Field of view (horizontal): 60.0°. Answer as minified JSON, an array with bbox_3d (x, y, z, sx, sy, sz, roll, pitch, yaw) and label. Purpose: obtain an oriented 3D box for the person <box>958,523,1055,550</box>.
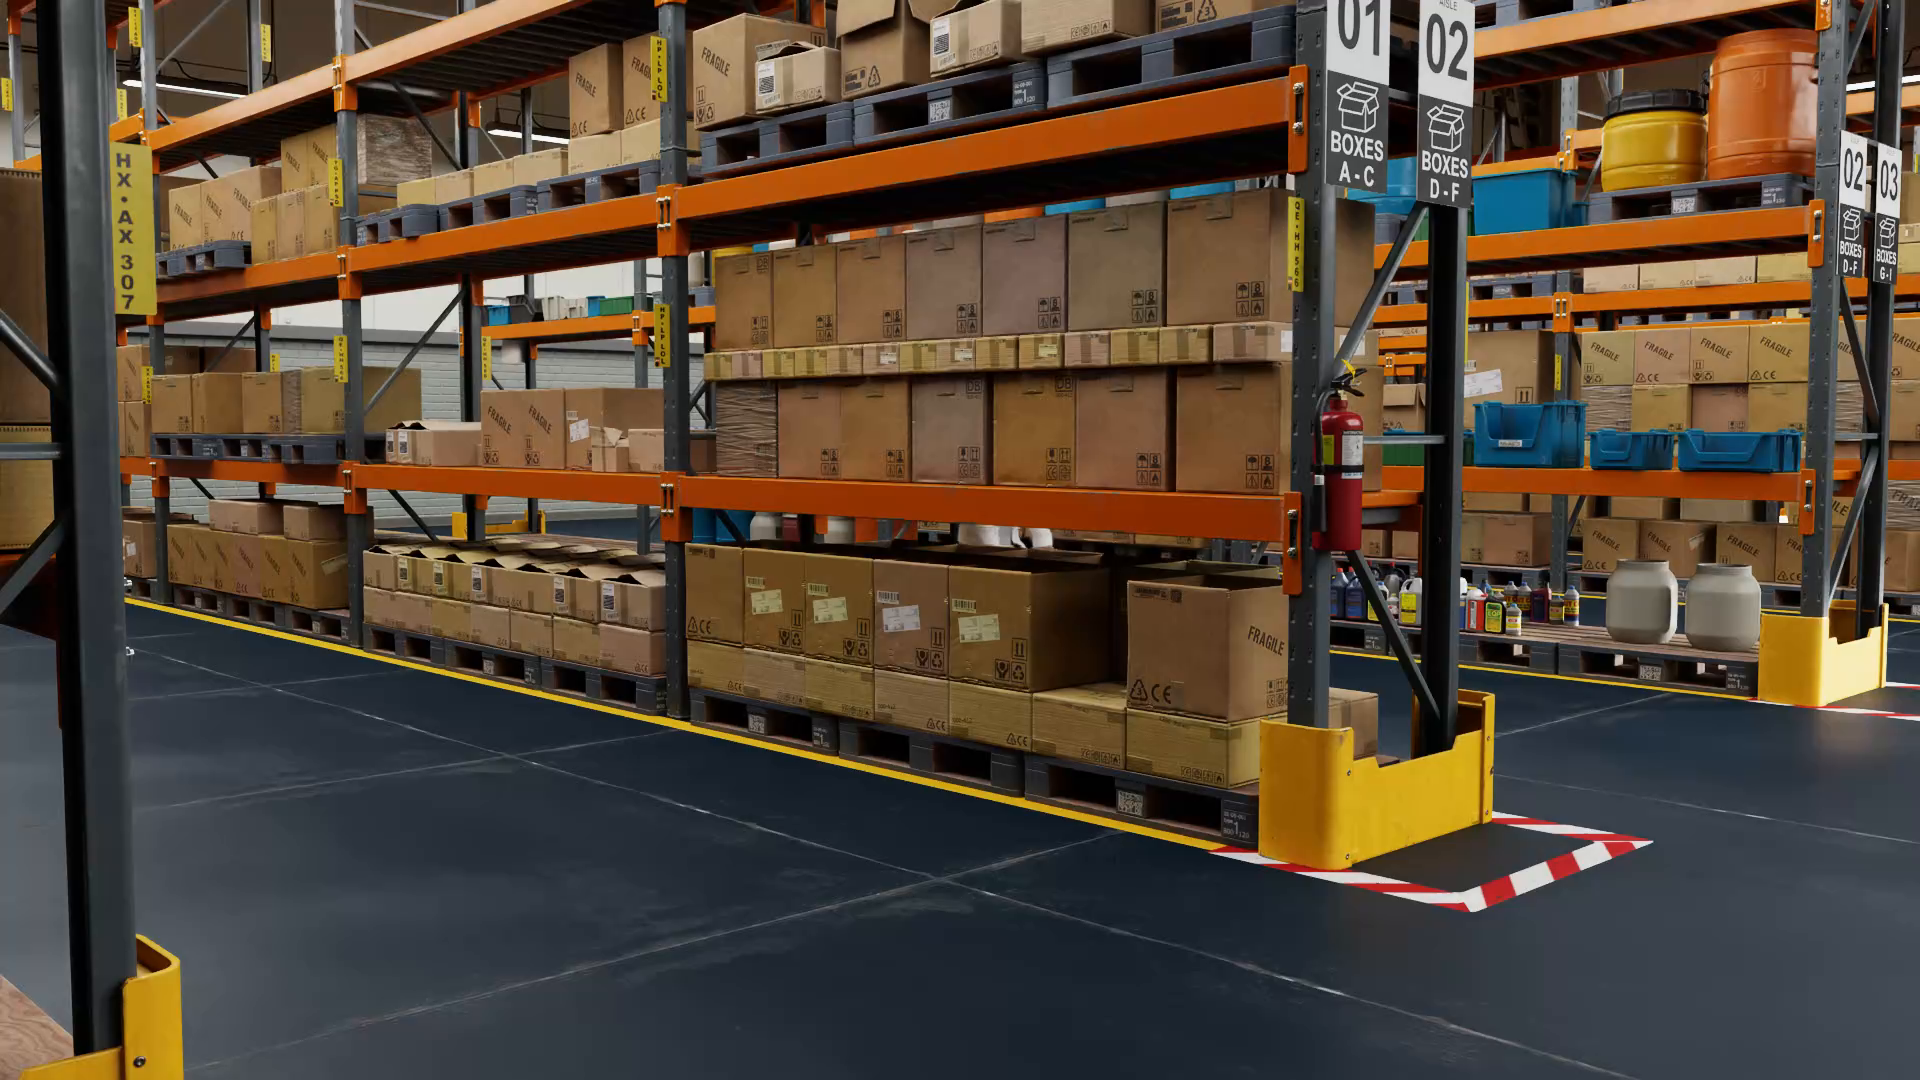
[{"bbox_3d":[0.267,0.080,9.845,0.611,1.643,0.522,-3,5,-42],"label":"person"}]
